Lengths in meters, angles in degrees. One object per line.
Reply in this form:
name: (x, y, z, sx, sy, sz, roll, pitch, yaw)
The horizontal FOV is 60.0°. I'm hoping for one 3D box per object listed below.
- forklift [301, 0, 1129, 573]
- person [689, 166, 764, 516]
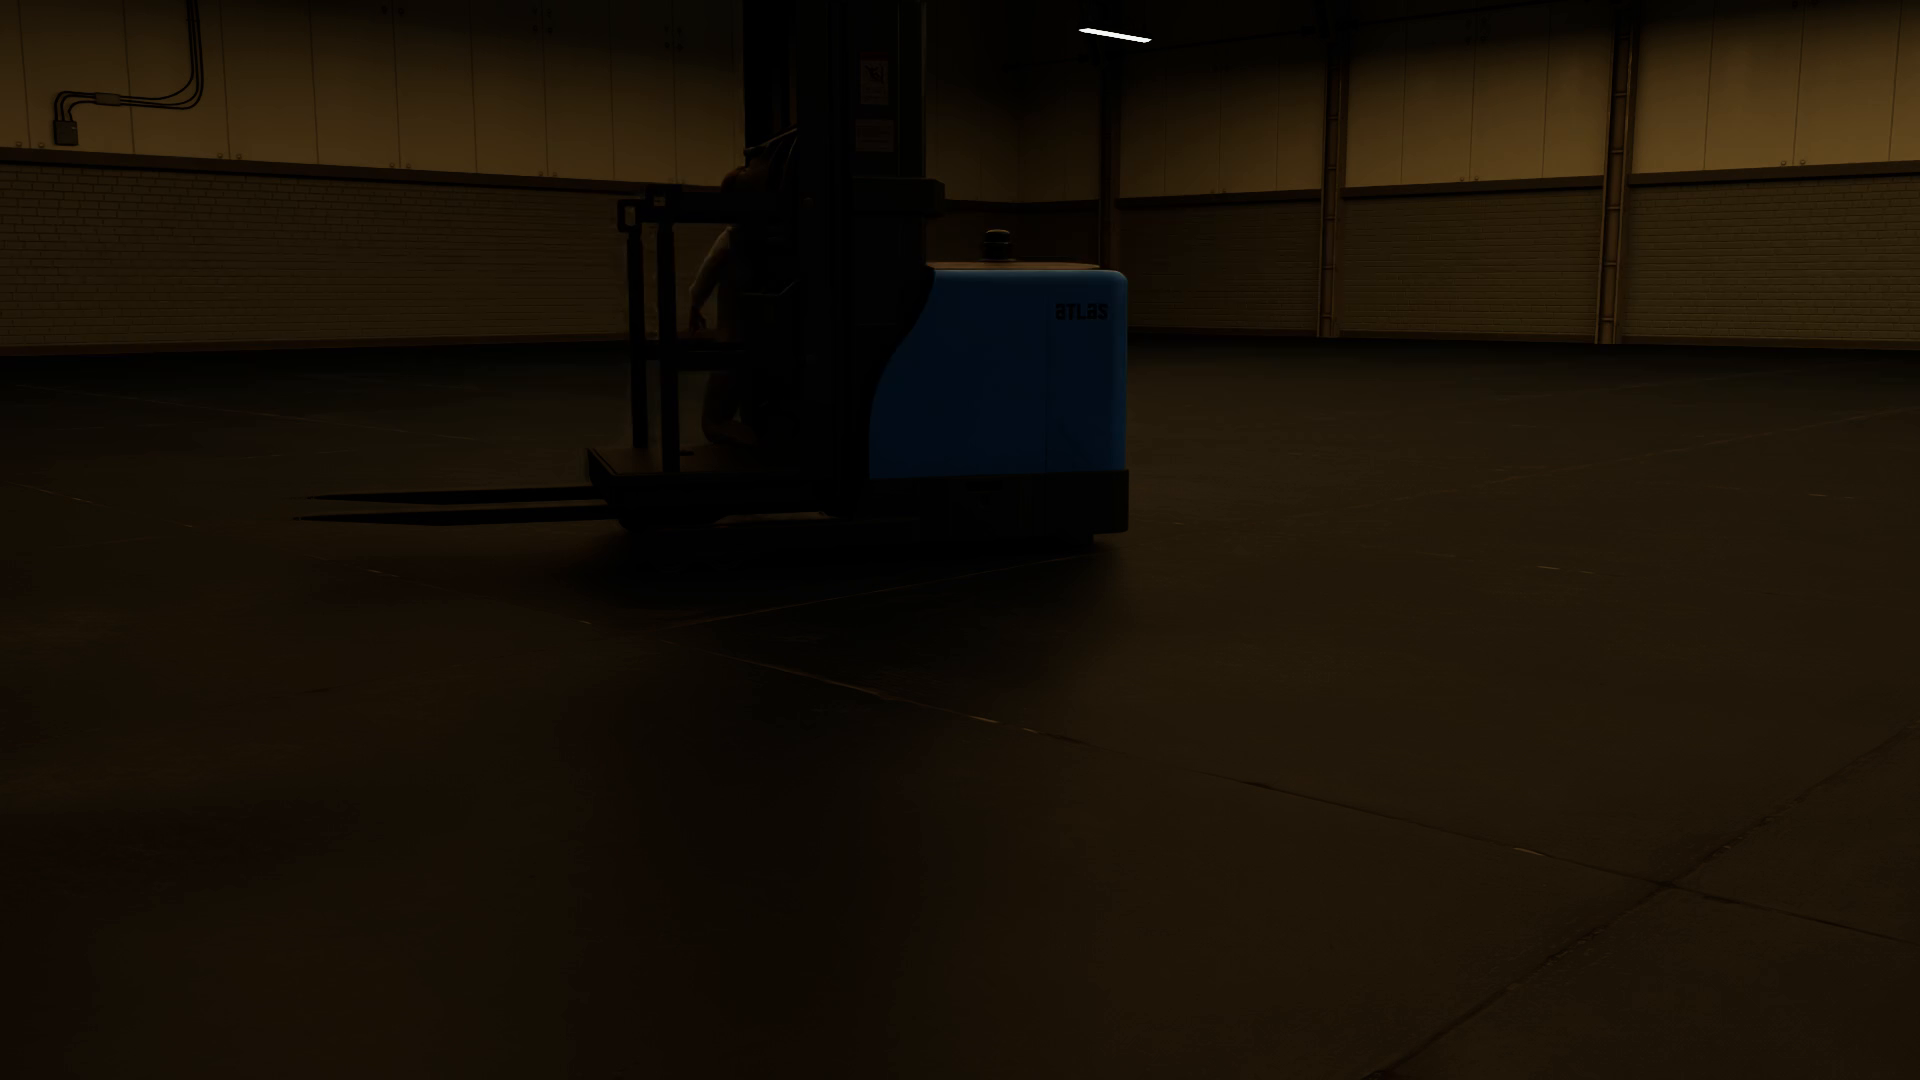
forklift: (-0.918, -1.418, 6.291, 3.031, 2.935, 1.130, -3, 9, -17)
person: (-0.860, -0.823, 7.146, 0.769, 1.514, 0.571, 7, 11, 40)
